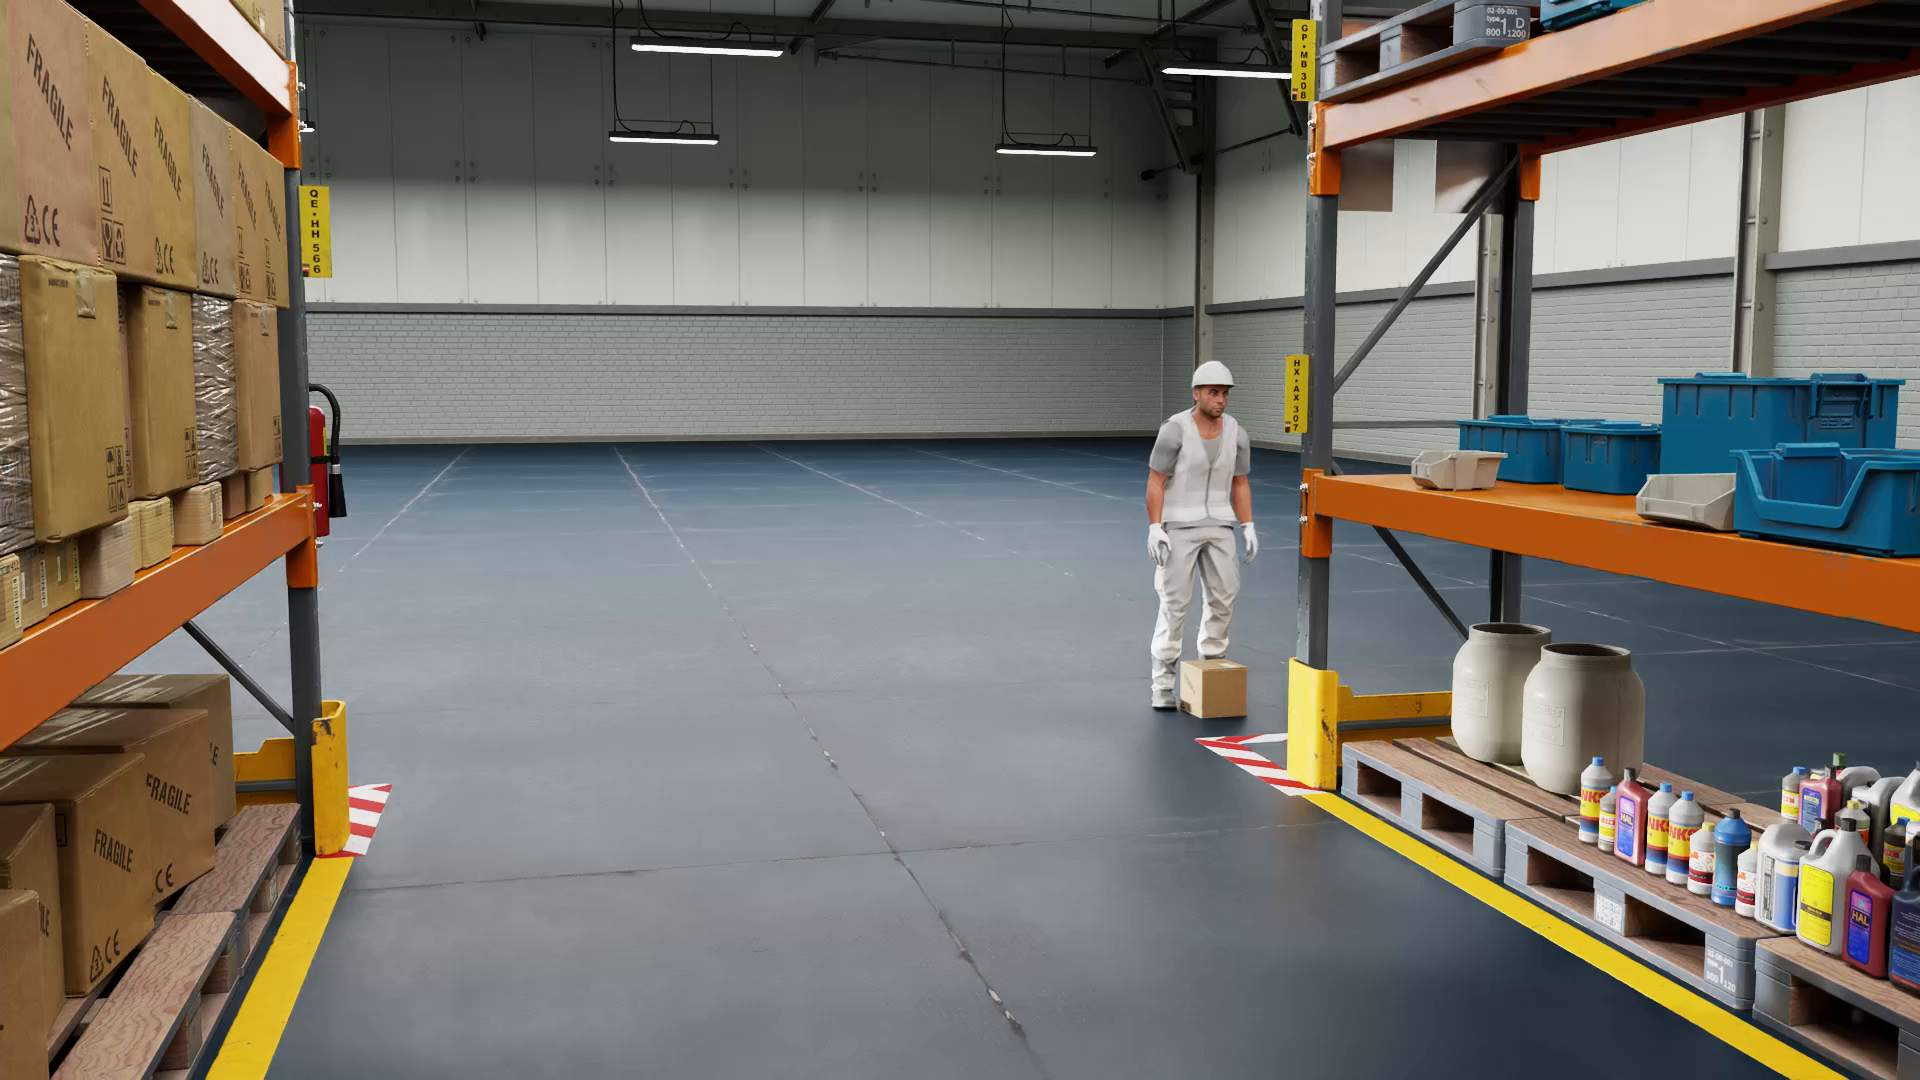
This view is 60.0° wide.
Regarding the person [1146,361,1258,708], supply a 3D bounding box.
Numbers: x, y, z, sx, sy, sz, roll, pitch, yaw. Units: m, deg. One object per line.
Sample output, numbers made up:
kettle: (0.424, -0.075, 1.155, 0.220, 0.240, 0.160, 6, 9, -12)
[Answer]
person: (1.246, -0.029, 8.590, 0.616, 1.781, 0.445, -2, 6, -16)
